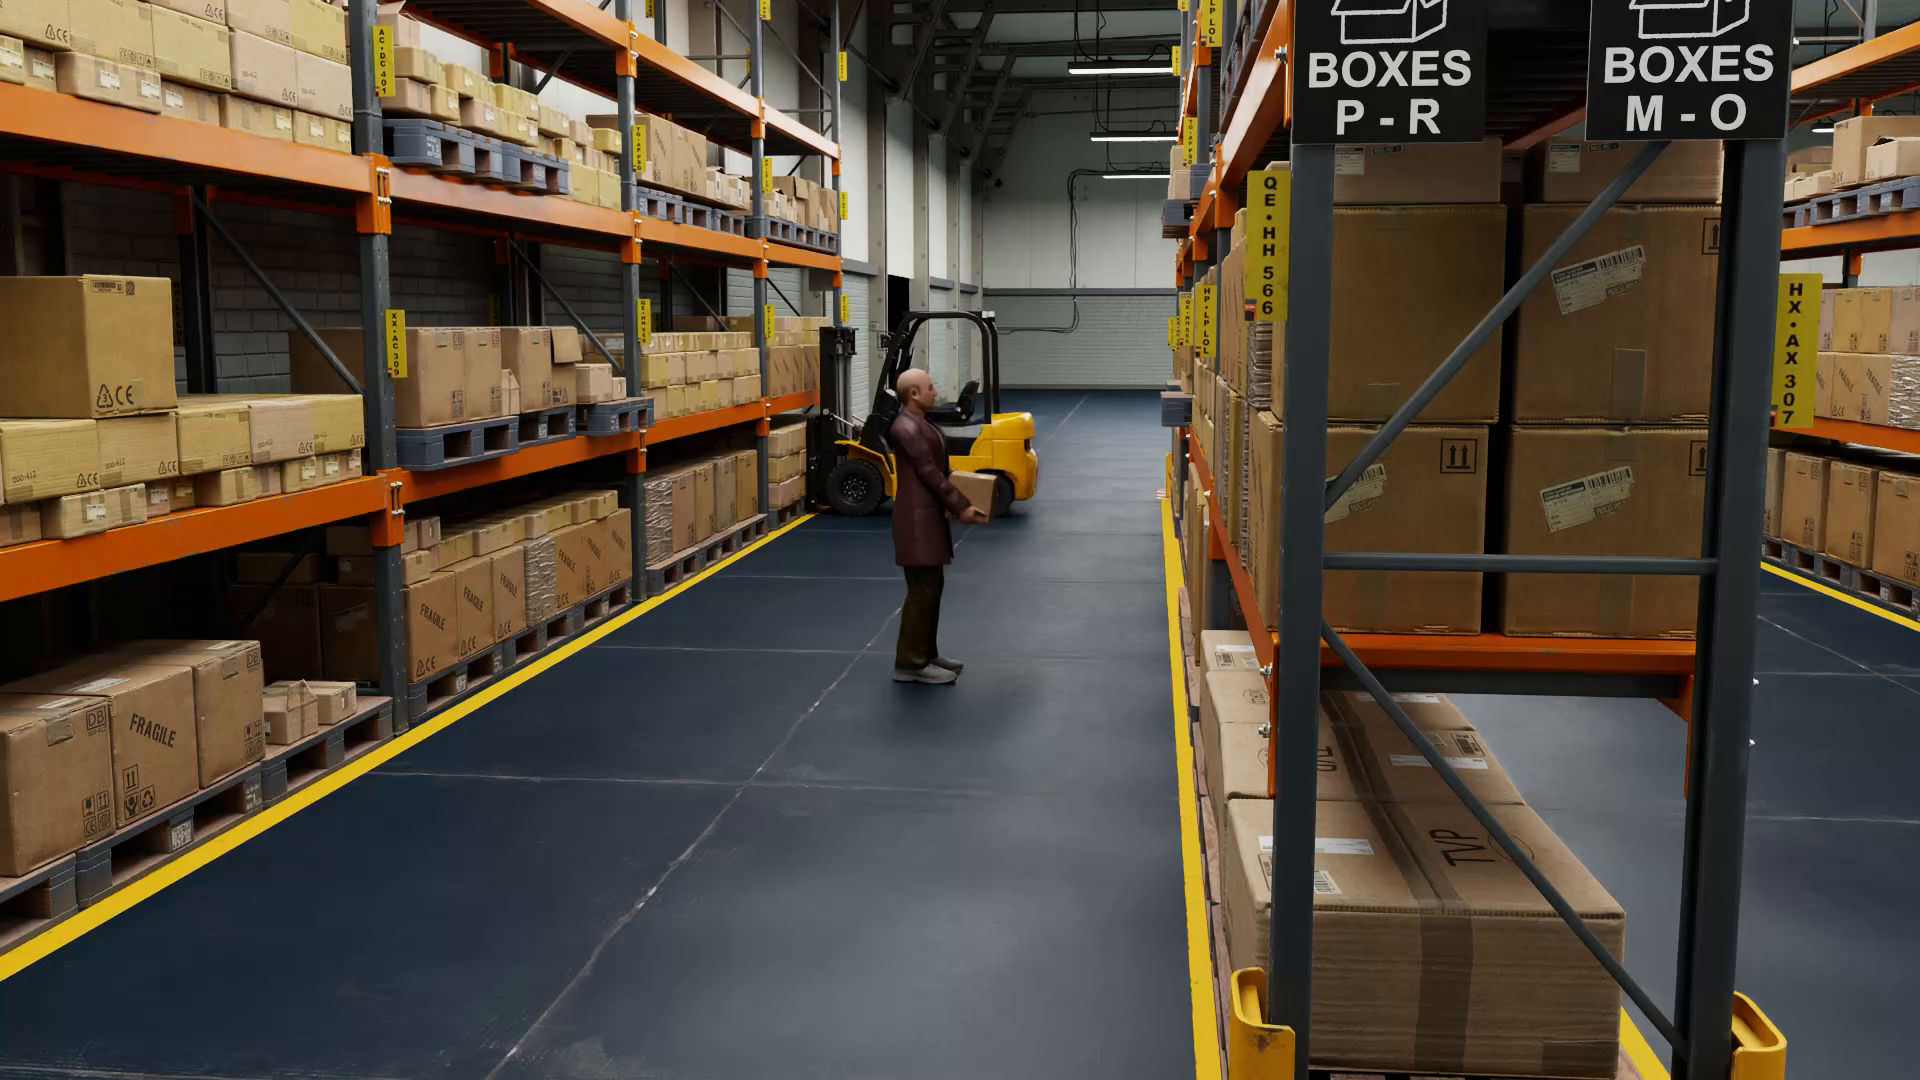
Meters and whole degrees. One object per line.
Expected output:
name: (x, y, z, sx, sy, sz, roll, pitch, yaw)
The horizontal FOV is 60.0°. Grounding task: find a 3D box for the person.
person: (-0.108, -0.085, 9.510, 0.552, 1.778, 0.524, 1, 7, 6)
